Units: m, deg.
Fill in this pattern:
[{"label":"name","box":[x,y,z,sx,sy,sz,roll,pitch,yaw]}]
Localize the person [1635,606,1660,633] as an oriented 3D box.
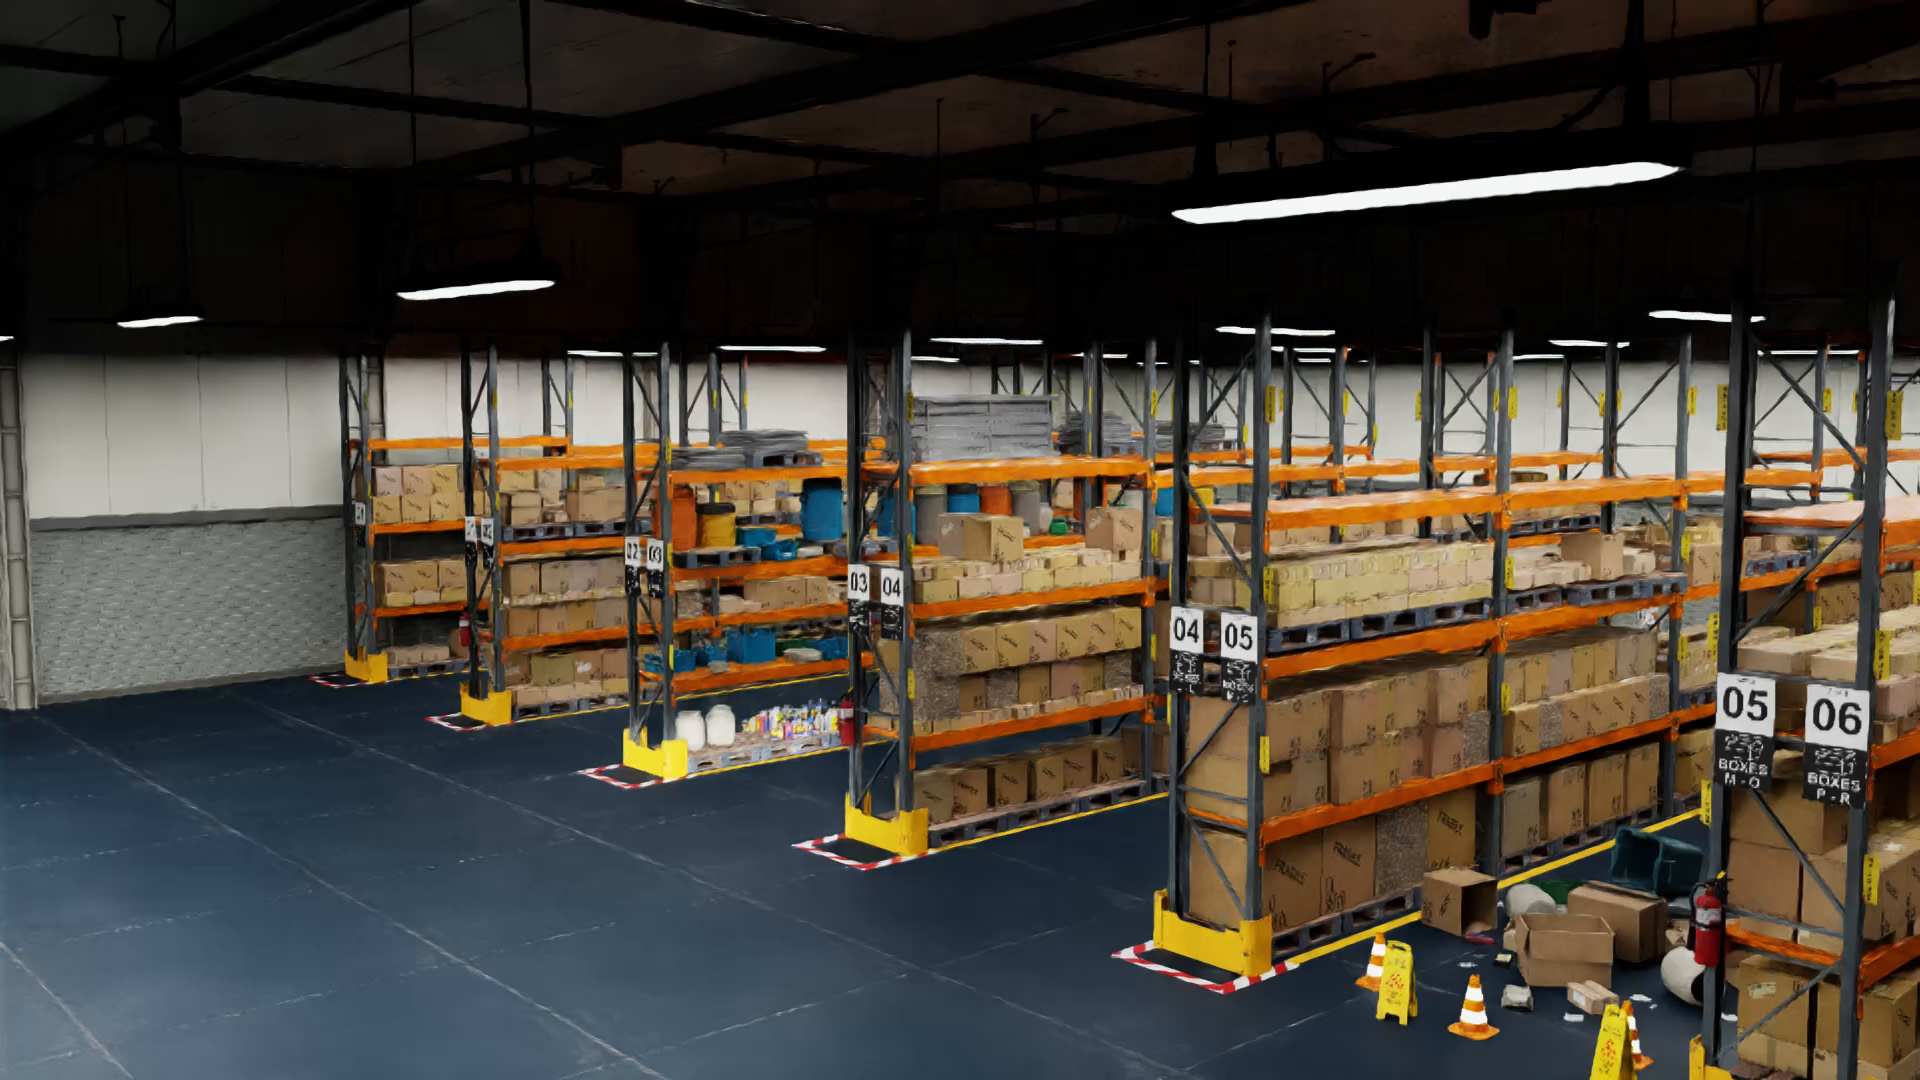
[{"label":"person","box":[12.561,1.642,30.323,0.536,1.692,0.589,1,5,11]}]
